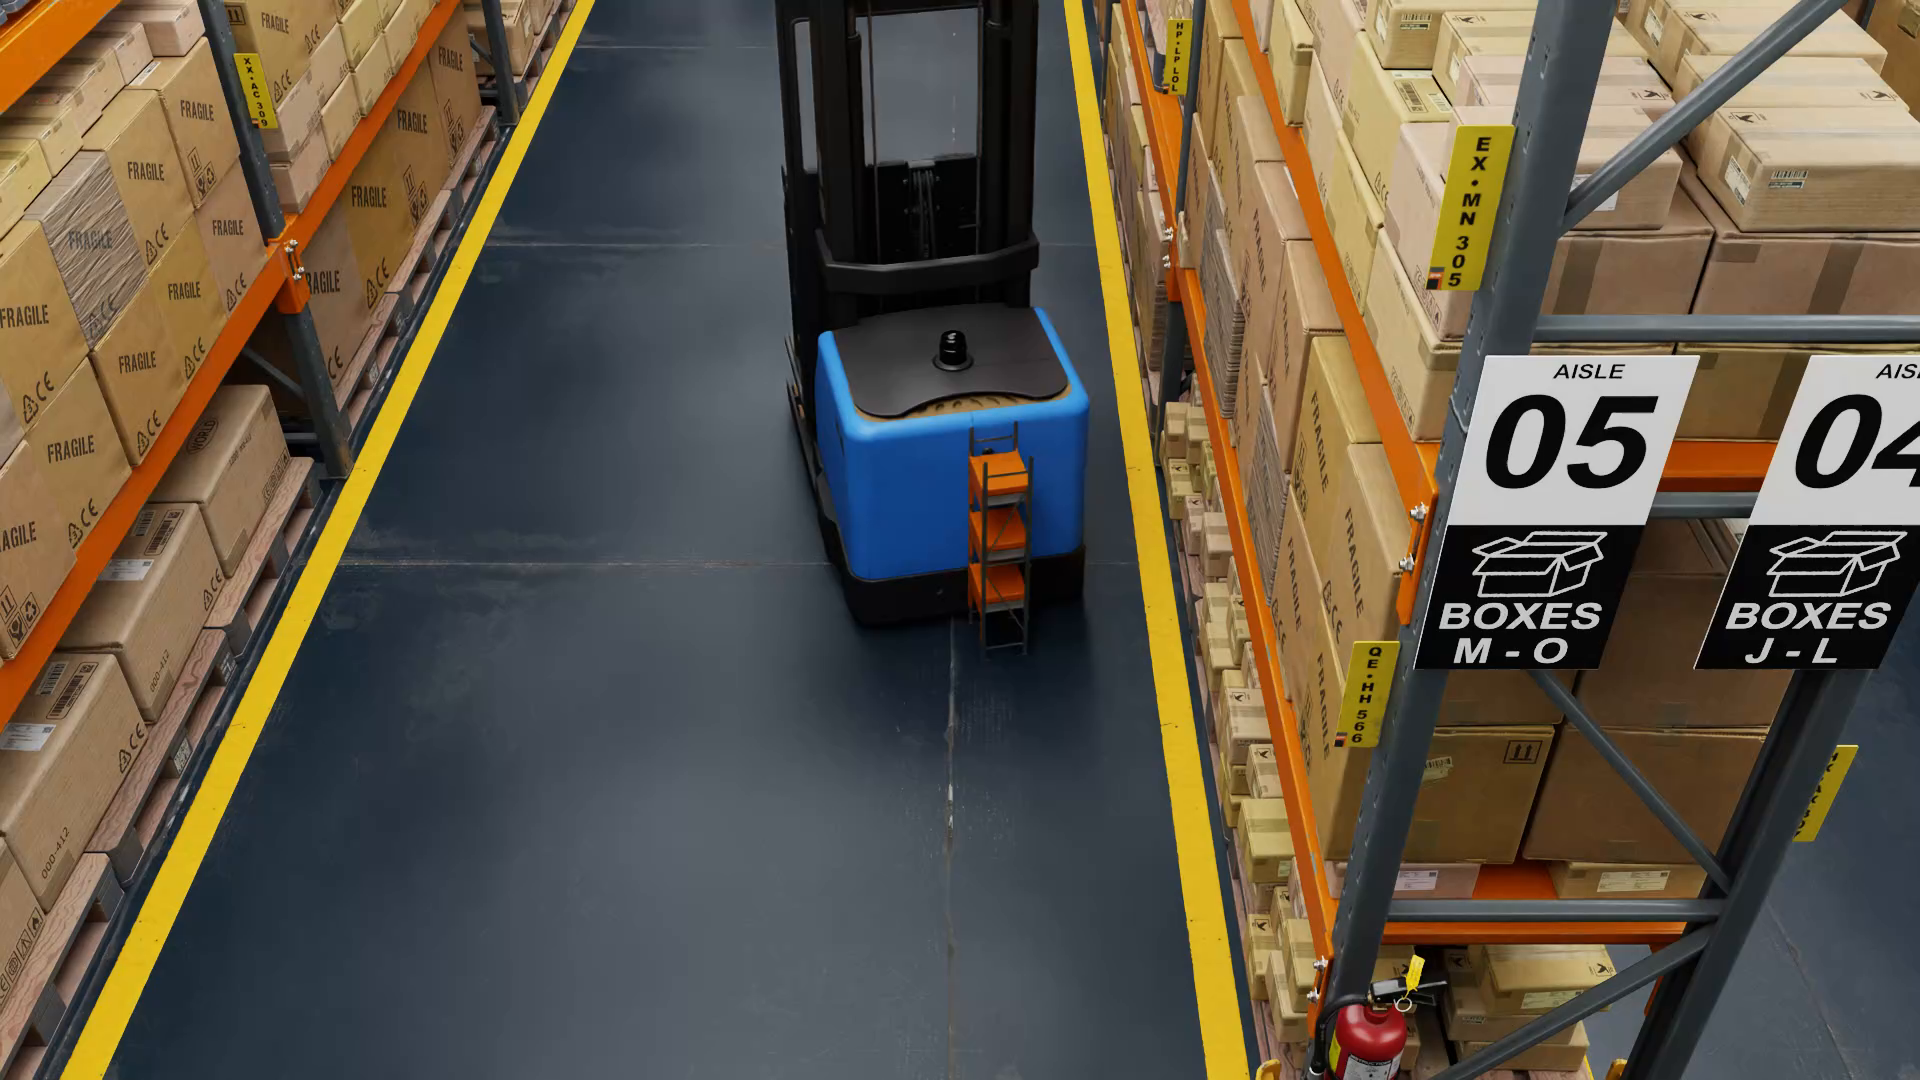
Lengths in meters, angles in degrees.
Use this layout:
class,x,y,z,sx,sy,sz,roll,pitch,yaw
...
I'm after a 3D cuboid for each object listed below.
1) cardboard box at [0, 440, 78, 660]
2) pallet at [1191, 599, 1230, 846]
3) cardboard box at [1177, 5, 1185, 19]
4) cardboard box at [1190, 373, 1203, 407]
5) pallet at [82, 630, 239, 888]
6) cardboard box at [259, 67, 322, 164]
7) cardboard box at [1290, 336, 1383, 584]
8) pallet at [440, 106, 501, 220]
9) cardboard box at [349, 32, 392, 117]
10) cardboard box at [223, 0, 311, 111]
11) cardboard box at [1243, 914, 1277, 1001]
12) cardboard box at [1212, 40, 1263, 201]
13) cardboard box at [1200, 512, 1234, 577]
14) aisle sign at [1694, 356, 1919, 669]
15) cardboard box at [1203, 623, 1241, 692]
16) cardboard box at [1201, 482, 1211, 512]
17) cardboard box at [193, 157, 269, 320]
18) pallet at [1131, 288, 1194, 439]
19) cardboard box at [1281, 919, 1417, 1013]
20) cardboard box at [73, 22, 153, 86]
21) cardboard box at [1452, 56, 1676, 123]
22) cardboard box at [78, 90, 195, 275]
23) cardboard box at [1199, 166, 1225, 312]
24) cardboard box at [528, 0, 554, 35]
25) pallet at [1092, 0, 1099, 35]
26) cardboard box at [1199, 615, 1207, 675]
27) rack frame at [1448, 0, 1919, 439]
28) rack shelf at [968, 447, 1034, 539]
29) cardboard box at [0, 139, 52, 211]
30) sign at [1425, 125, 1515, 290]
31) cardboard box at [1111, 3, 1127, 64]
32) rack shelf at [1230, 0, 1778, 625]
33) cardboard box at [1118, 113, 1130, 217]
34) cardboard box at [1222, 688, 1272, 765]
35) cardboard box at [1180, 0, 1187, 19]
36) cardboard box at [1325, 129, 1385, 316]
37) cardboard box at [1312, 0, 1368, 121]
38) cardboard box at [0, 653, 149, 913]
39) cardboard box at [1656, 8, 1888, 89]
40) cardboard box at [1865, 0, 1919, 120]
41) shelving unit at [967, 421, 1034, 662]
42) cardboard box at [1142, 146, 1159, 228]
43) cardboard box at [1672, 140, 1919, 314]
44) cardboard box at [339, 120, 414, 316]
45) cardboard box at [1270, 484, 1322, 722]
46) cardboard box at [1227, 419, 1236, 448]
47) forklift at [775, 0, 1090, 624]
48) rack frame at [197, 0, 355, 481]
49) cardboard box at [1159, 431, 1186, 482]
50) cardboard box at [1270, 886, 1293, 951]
class,x,y,z,sx,sy,sz,roll,pitch,yaw
cardboard box,-3.207,0.030,5.234,0.500,0.500,0.500,0,39,0
pallet,1.503,0.709,6.697,1.003,0.211,1.213,0,39,0
cardboard box,1.261,-2.486,8.081,0.380,0.149,0.250,-1,39,-2
cardboard box,1.256,-0.632,7.609,0.380,0.149,0.250,1,39,2
pallet,-3.561,0.831,6.544,1.003,0.211,1.213,0,39,0
cardboard box,-3.206,-1.909,7.454,0.500,0.250,0.500,-1,39,-1
cardboard box,1.217,-0.211,4.497,0.500,0.500,0.500,-1,39,-2
pallet,-3.567,-2.418,10.598,1.003,0.211,1.213,0,39,0
cardboard box,-3.211,-2.358,8.414,0.500,0.250,0.500,0,39,0
cardboard box,-3.200,-2.202,7.220,0.500,0.500,0.500,0,39,0
cardboard box,1.156,1.396,5.553,0.380,0.149,0.250,1,39,1
cardboard box,1.235,-1.503,6.110,0.500,0.500,0.500,-1,39,-1
cardboard box,1.188,0.020,6.794,0.380,0.149,0.250,1,39,1
aisle sign,1.767,-0.032,3.312,0.394,0.787,0.004,0,39,0
cardboard box,1.155,0.458,6.485,0.380,0.149,0.250,0,39,0
cardboard box,1.269,-0.194,7.300,0.380,0.149,0.250,0,39,0
cardboard box,-3.231,-1.247,6.827,0.500,0.500,0.500,0,39,0
pallet,1.460,-0.963,8.783,1.003,0.211,1.213,0,39,0
cardboard box,1.213,1.323,5.169,0.380,0.149,0.250,0,39,0
cardboard box,-3.277,-1.823,6.227,0.380,0.149,0.250,1,39,1
cardboard box,1.249,-0.887,3.461,0.380,0.149,0.250,0,39,1
cardboard box,-3.218,-1.315,6.112,0.500,0.500,0.500,-1,39,-1
cardboard box,1.219,-1.100,6.406,0.500,0.500,0.500,0,39,0
cardboard box,-3.492,-3.952,12.049,0.950,0.372,0.625,-1,39,-1
pallet,1.534,-4.232,12.862,1.003,0.211,1.213,0,39,0
cardboard box,1.184,0.424,6.767,0.380,0.149,0.250,-1,39,-1
rack frame,1.467,-1.404,2.306,1.000,3.000,0.127,0,39,0
rack shelf,0.162,-0.191,6.712,0.215,0.259,0.240,-8,39,-10
cardboard box,-3.231,-1.188,5.436,0.380,0.149,0.250,-1,39,-1
sign,0.912,-0.591,2.982,0.100,0.325,0.005,0,39,0
cardboard box,1.217,-3.115,10.302,0.500,0.250,0.500,-2,39,-2
rack shelf,1.465,-1.203,5.030,1.077,0.370,4.000,0,39,0
cardboard box,1.213,-2.176,9.730,0.500,0.500,0.500,-1,39,-1
cardboard box,1.150,0.674,5.979,0.380,0.149,0.250,1,39,2
cardboard box,1.267,-2.607,7.994,0.380,0.149,0.250,0,39,0
cardboard box,1.194,-0.778,4.044,0.500,0.250,0.500,0,39,0
cardboard box,1.212,-1.298,4.293,0.500,0.250,0.500,0,39,1
cardboard box,-3.593,0.855,5.998,0.875,0.438,0.875,1,39,1
cardboard box,1.785,-1.057,3.674,0.380,0.149,0.250,0,39,0
cardboard box,6.398,-2.909,10.345,1.225,0.875,0.875,-2,39,-2
shelving unit,0.162,0.022,6.883,0.215,1.050,0.252,-8,39,-10
cardboard box,1.222,-1.832,8.701,0.500,0.250,0.500,2,39,2
cardboard box,1.726,-0.651,3.485,0.500,0.250,0.500,1,39,1
cardboard box,-3.577,-1.785,8.942,0.875,0.875,0.875,1,39,1
cardboard box,1.214,0.179,4.810,0.500,0.500,0.500,-1,39,-1
cardboard box,1.186,-0.465,6.133,0.380,0.149,0.250,2,39,2
forklift,-0.268,-1.706,7.535,1.130,2.935,3.031,-8,39,-10
rack frame,-3.487,-1.498,7.220,1.000,3.000,0.127,0,39,0
cardboard box,1.142,-0.388,7.779,0.380,0.149,0.250,-2,39,-2
cardboard box,1.235,1.276,5.465,0.380,0.149,0.250,-1,39,-1
